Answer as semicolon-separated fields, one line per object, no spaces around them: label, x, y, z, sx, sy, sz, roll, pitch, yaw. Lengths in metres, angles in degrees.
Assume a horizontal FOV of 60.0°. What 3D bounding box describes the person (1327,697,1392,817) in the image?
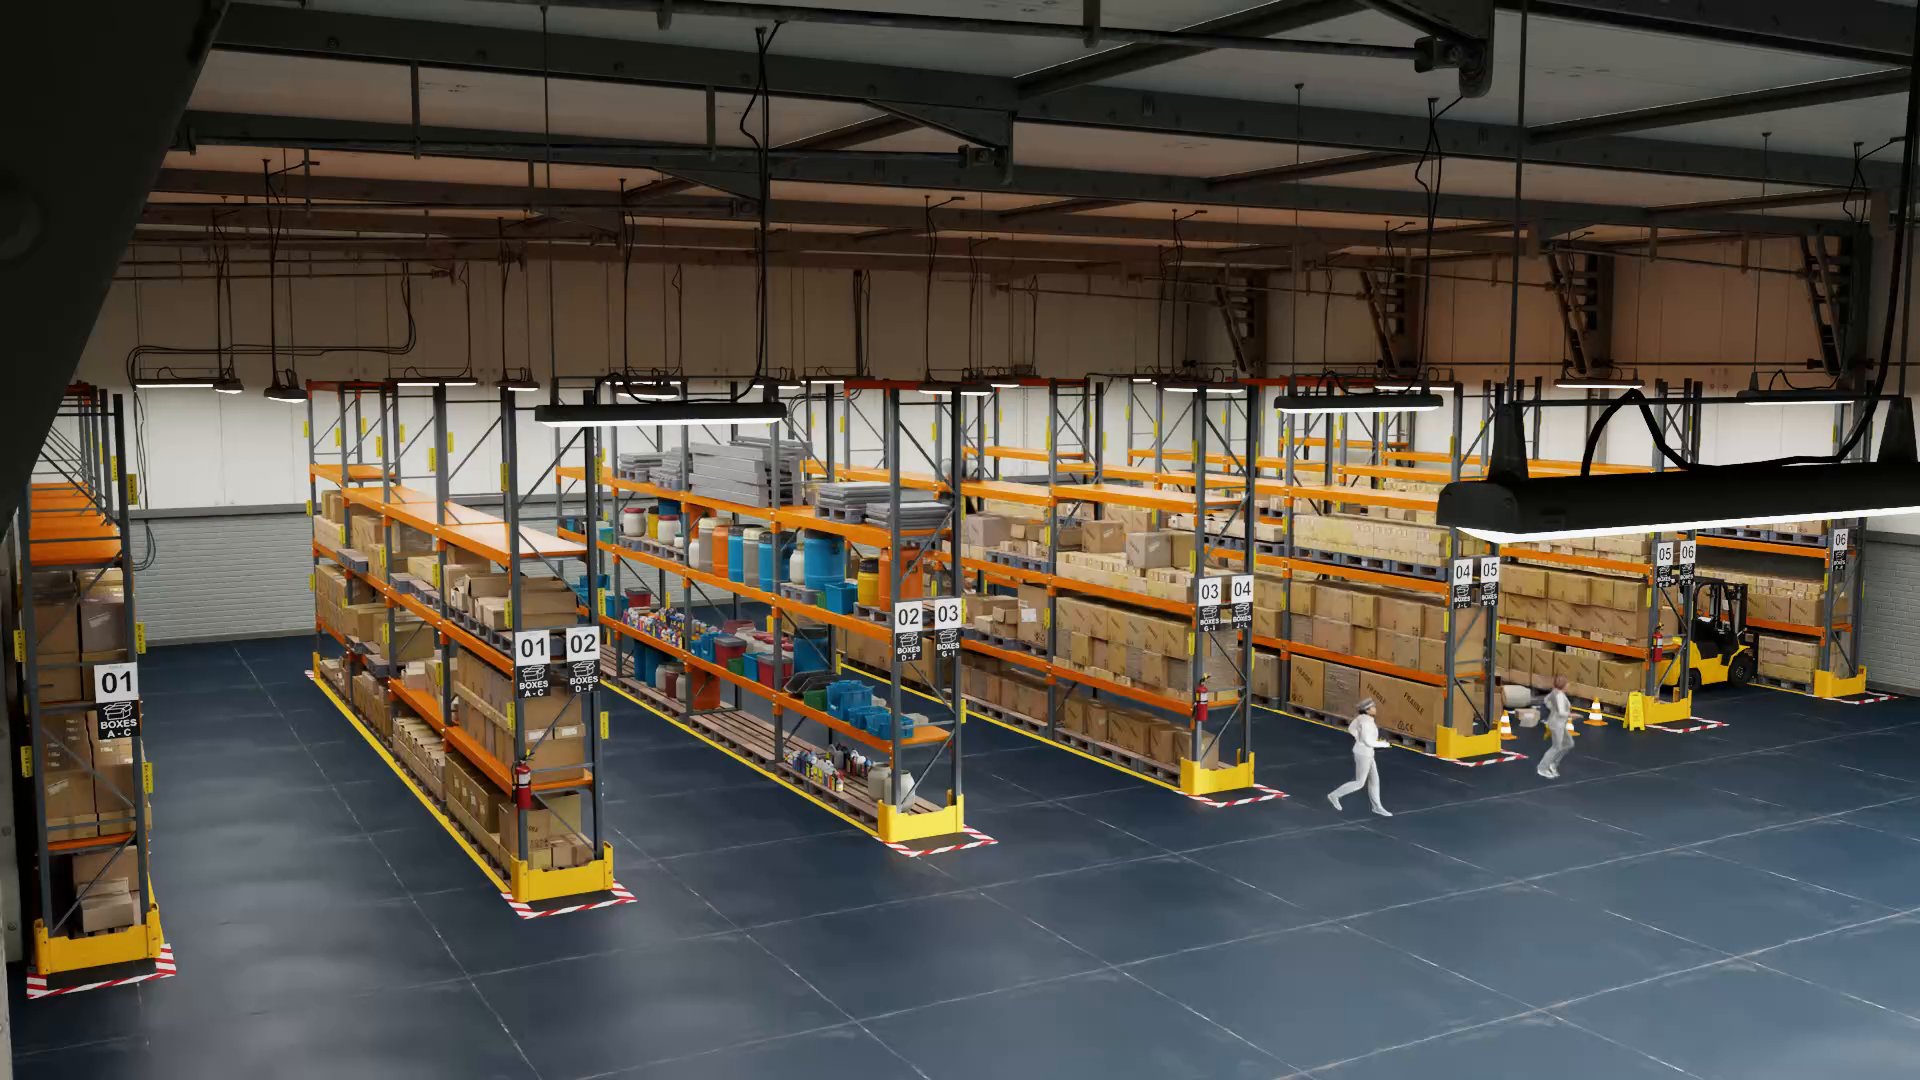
person;5.599;3.029;23.255;0.917;1.701;0.624;1;6;6

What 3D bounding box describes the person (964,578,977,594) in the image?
person;0.183;1.737;35.156;0.673;1.805;0.845;-3;7;-29

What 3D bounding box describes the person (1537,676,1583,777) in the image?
person;9.156;2.851;25.364;0.641;1.596;0.572;2;6;15

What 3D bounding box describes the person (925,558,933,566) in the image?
person;-0.803;1.255;39.705;0.710;1.833;0.815;-1;6;-11
